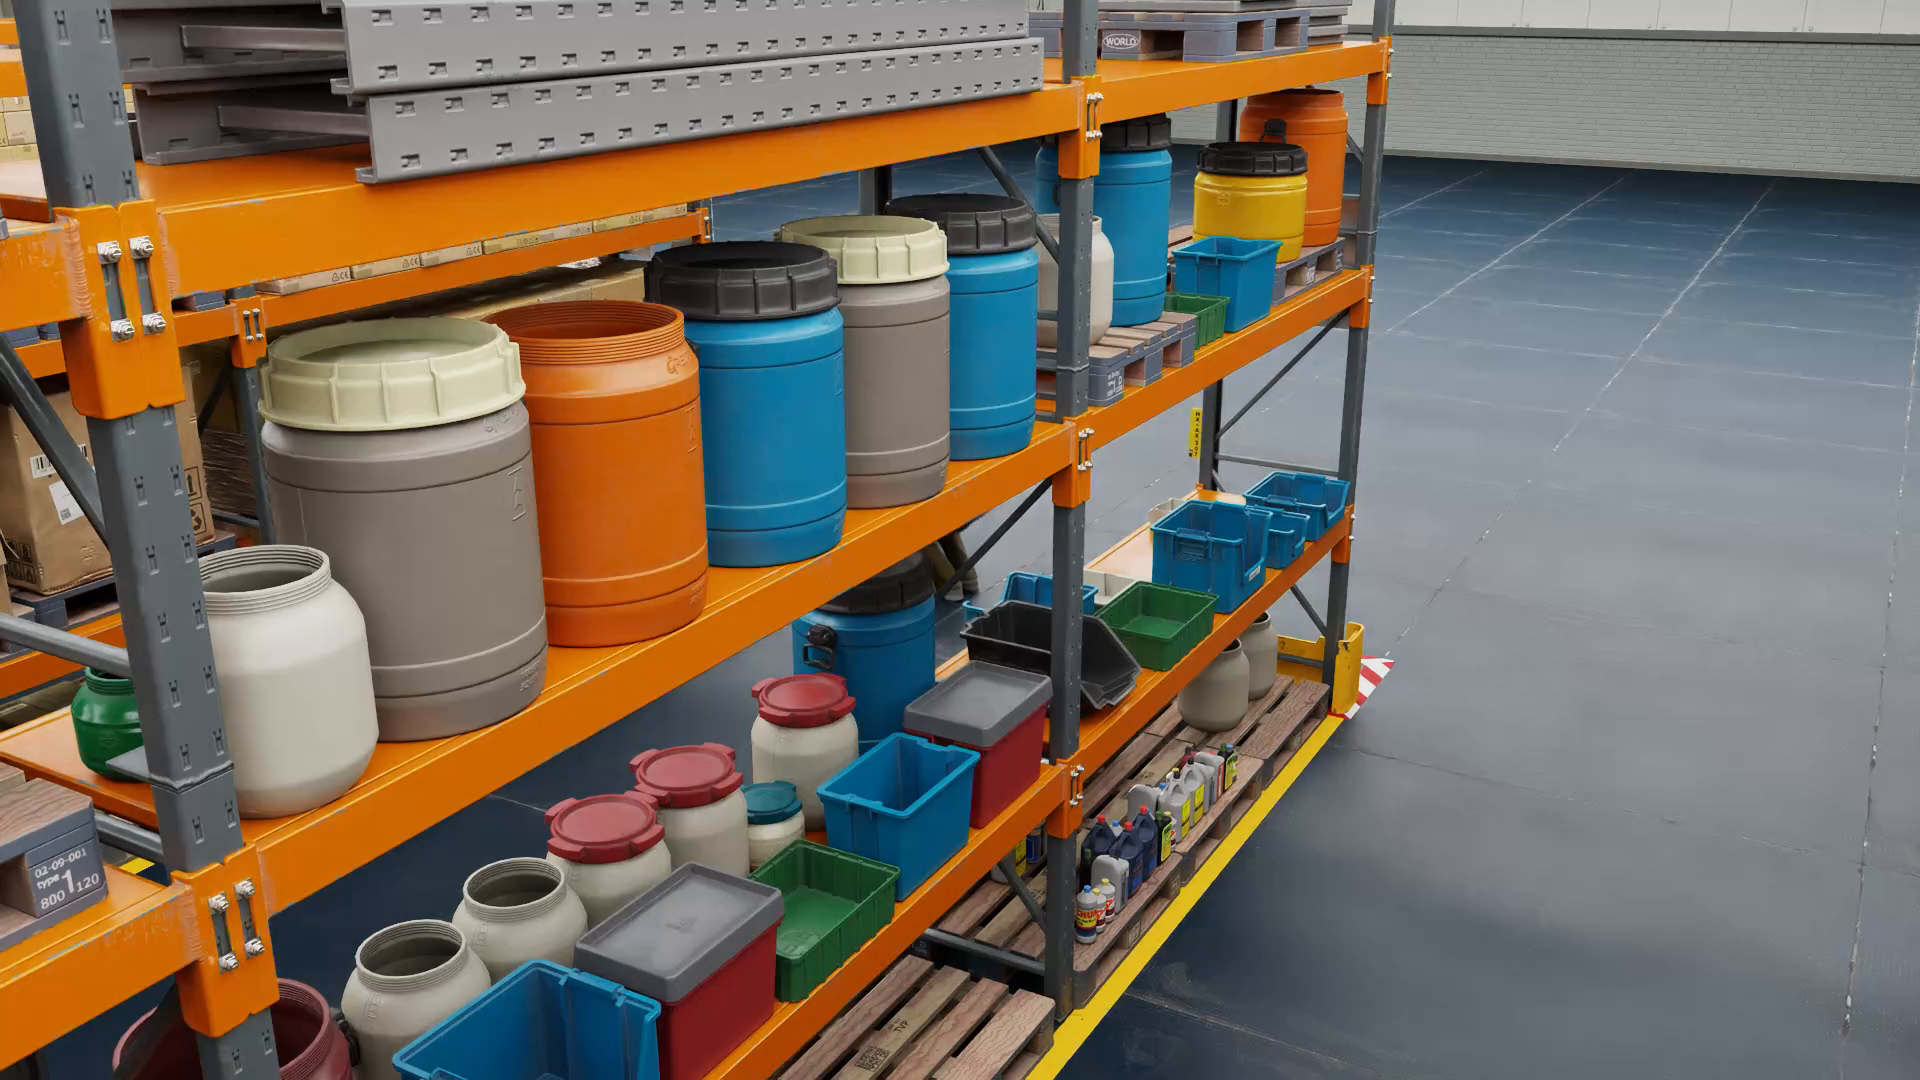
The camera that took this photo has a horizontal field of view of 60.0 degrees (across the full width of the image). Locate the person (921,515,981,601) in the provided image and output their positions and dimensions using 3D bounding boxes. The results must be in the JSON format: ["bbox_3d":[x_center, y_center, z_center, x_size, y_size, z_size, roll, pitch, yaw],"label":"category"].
[{"bbox_3d":[-0.235,-0.105,12.556,0.943,1.010,0.590,9,21,25],"label":"person"}]
